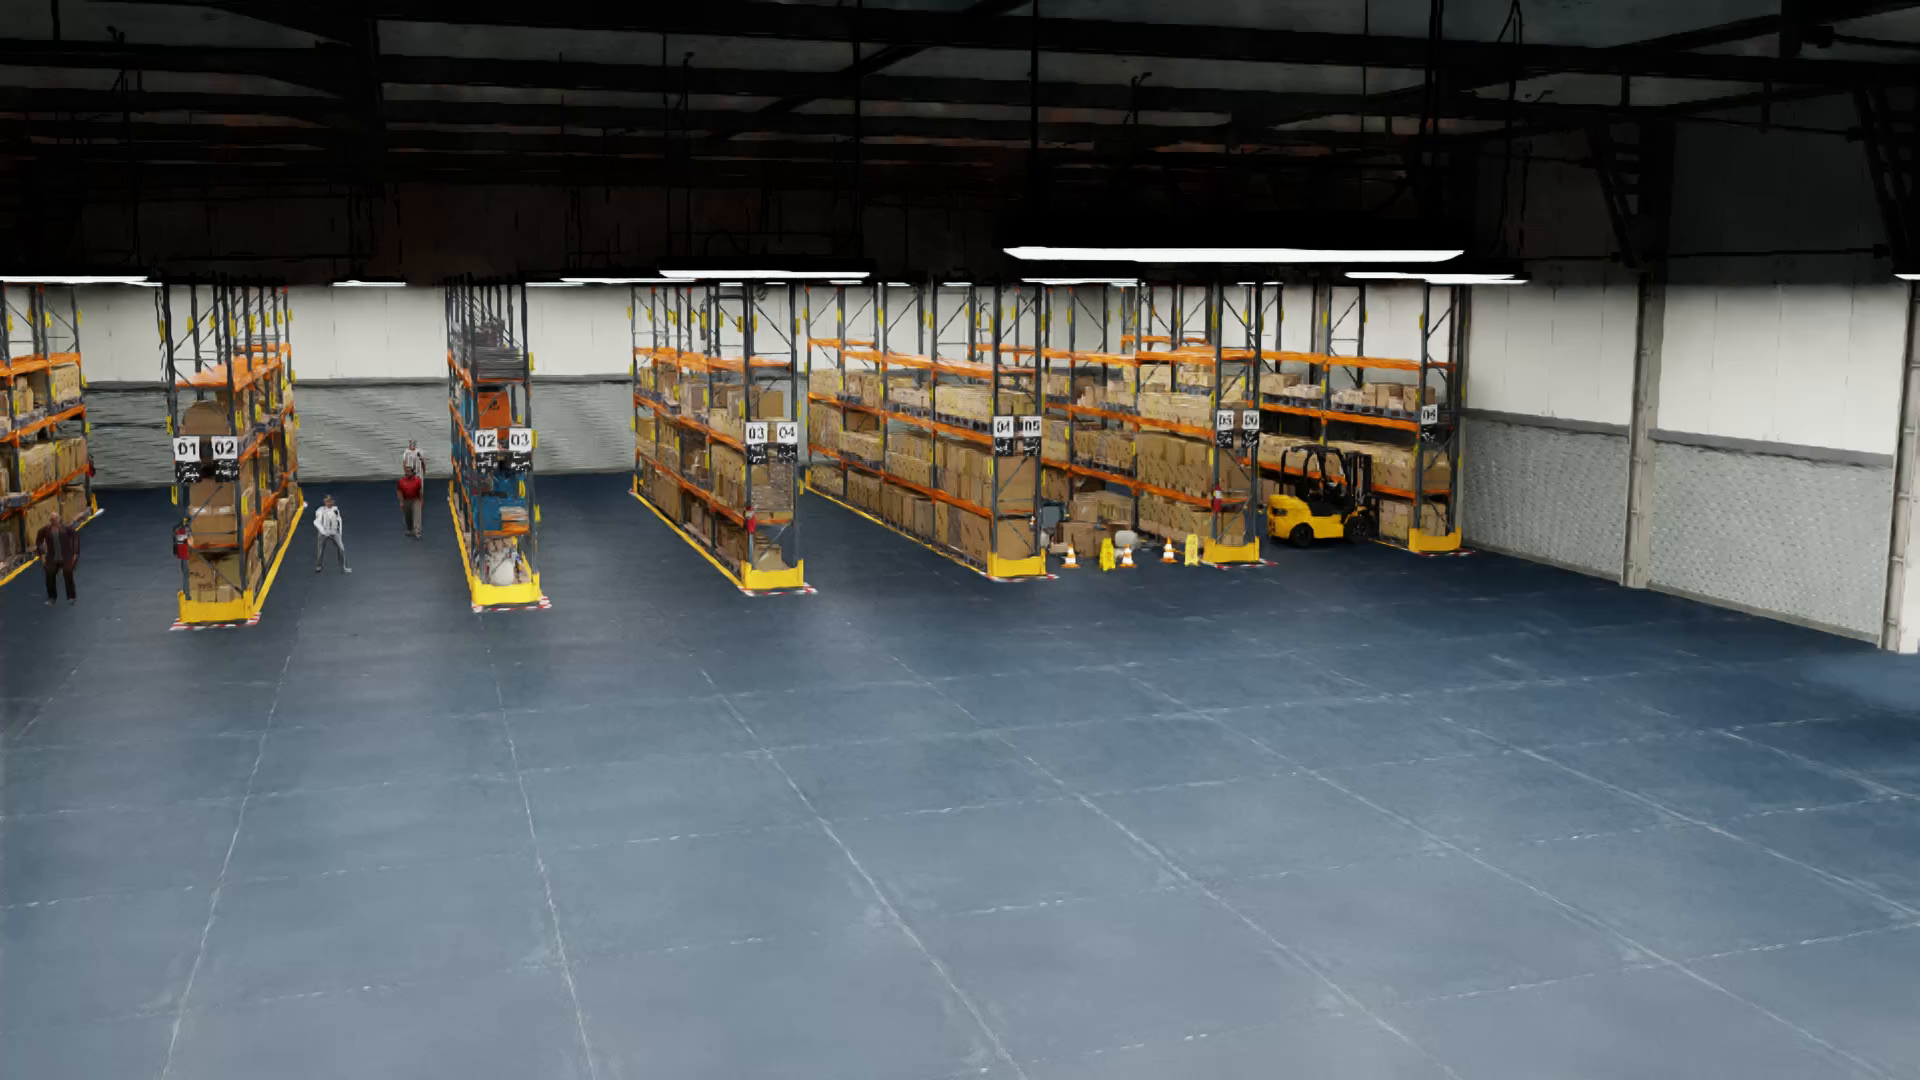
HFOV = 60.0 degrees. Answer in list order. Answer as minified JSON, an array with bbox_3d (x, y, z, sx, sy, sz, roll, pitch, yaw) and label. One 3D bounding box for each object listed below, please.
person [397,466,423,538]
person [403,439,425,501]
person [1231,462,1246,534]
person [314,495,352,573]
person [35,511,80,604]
[{"bbox_3d":[-12.712,-0.897,38.450,0.542,1.645,1.126,-2,9,-16],"label":"person"},{"bbox_3d":[-14.760,-1.901,44.956,0.544,1.669,1.111,-2,9,-15],"label":"person"},{"bbox_3d":[6.444,-0.989,39.046,0.589,1.651,0.620,2,9,12],"label":"person"},{"bbox_3d":[-12.768,-0.144,33.646,0.630,1.604,0.811,-6,11,-35],"label":"person"},{"bbox_3d":[-16.397,0.320,30.268,0.729,1.733,0.546,-3,9,-19],"label":"person"}]
